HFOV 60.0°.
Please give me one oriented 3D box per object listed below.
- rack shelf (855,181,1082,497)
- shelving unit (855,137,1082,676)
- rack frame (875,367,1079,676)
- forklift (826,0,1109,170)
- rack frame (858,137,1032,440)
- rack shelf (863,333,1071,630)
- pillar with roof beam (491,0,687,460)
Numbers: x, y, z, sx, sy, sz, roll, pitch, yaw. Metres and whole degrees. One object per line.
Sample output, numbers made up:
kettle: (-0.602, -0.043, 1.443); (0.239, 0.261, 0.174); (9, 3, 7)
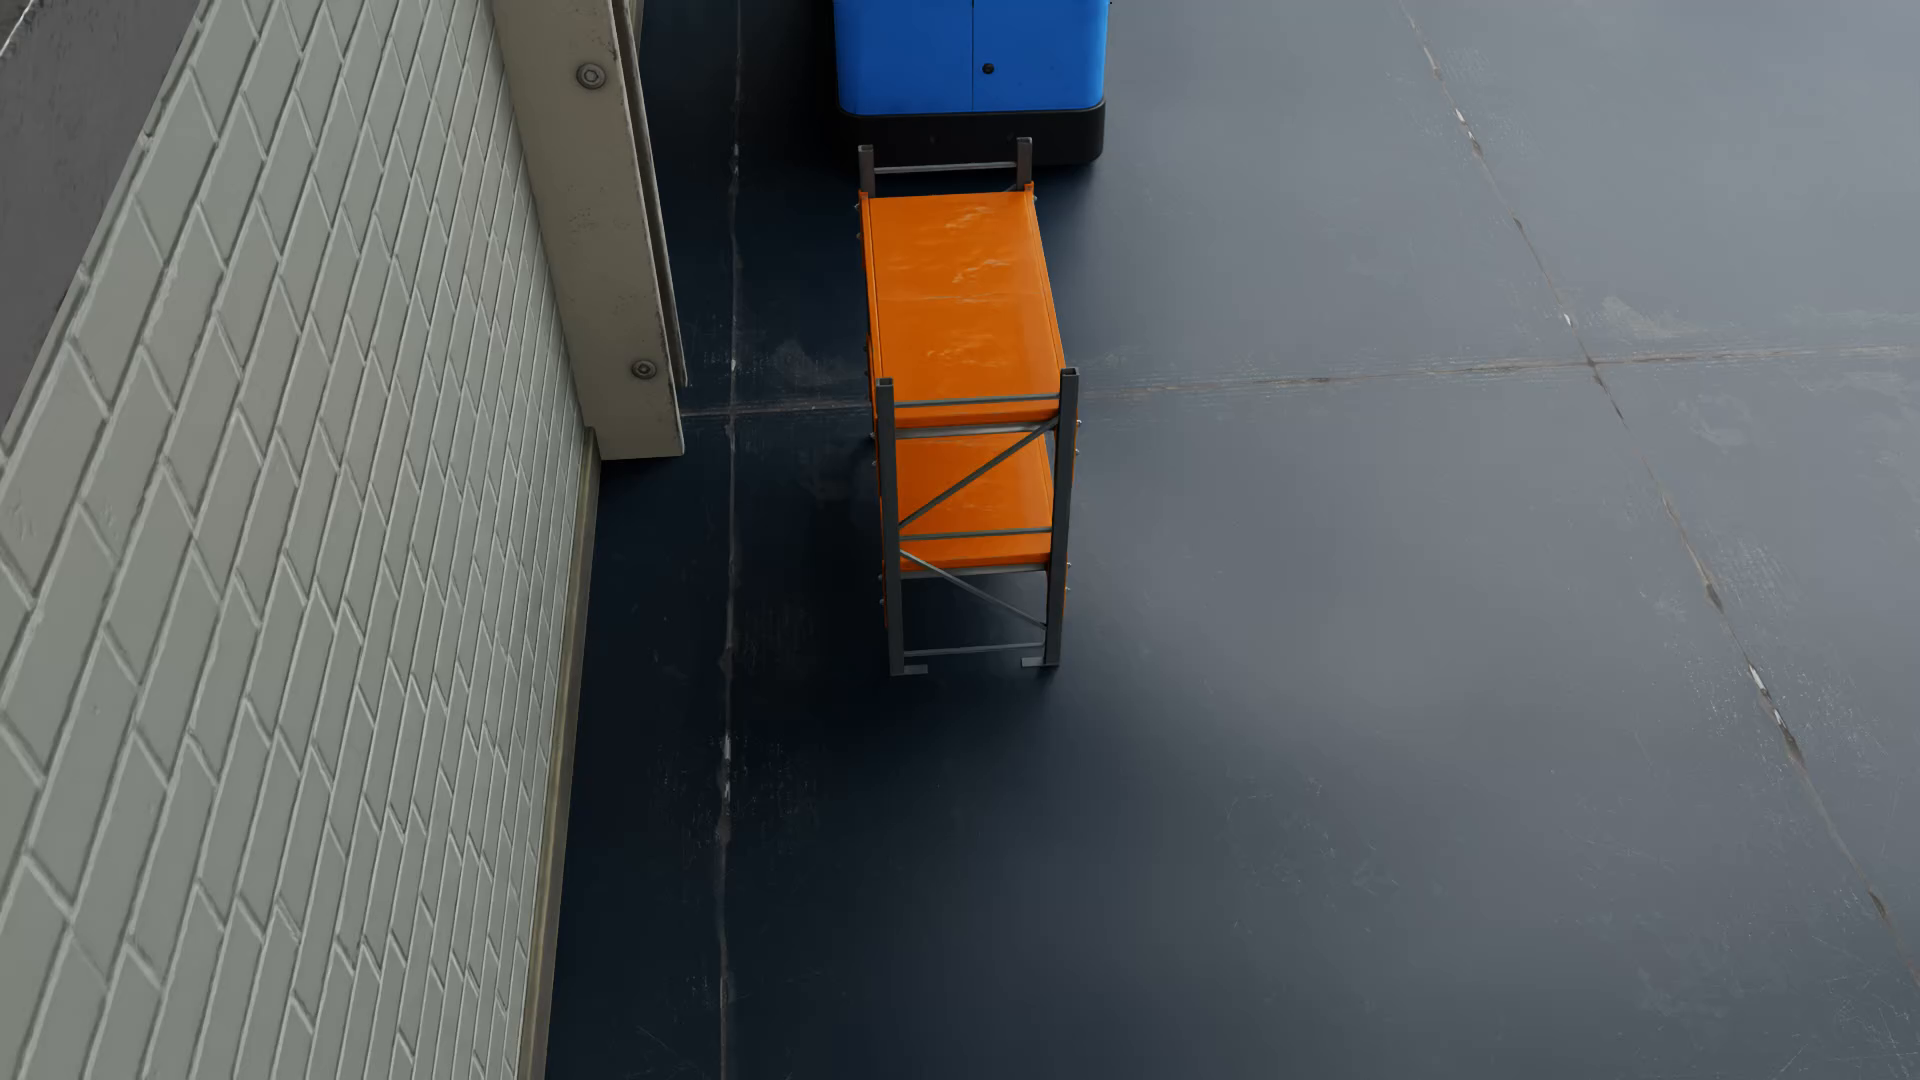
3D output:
rack shelf: (0.001, -0.583, 4.624); (0.538, 0.278, 1.000); (-3, 47, -3)
shelving unit: (0.001, -0.382, 4.837); (0.538, 1.125, 1.048); (-3, 47, -3)
rack frame: (0.043, -0.014, 4.489); (0.500, 1.125, 0.032); (-3, 47, -3)
forklift: (-0.030, -3.521, 6.566); (1.130, 2.935, 3.031); (-2, 47, -2)
rack frame: (-0.042, -0.750, 5.185); (0.500, 1.125, 0.032); (-3, 47, -3)
rack shelf: (0.001, -0.214, 5.014); (0.538, 0.278, 1.000); (-3, 47, -3)
pillar with roof beam: (3.203, -3.771, 2.624); (9.100, 9.000, 0.400); (-3, 47, -3)
